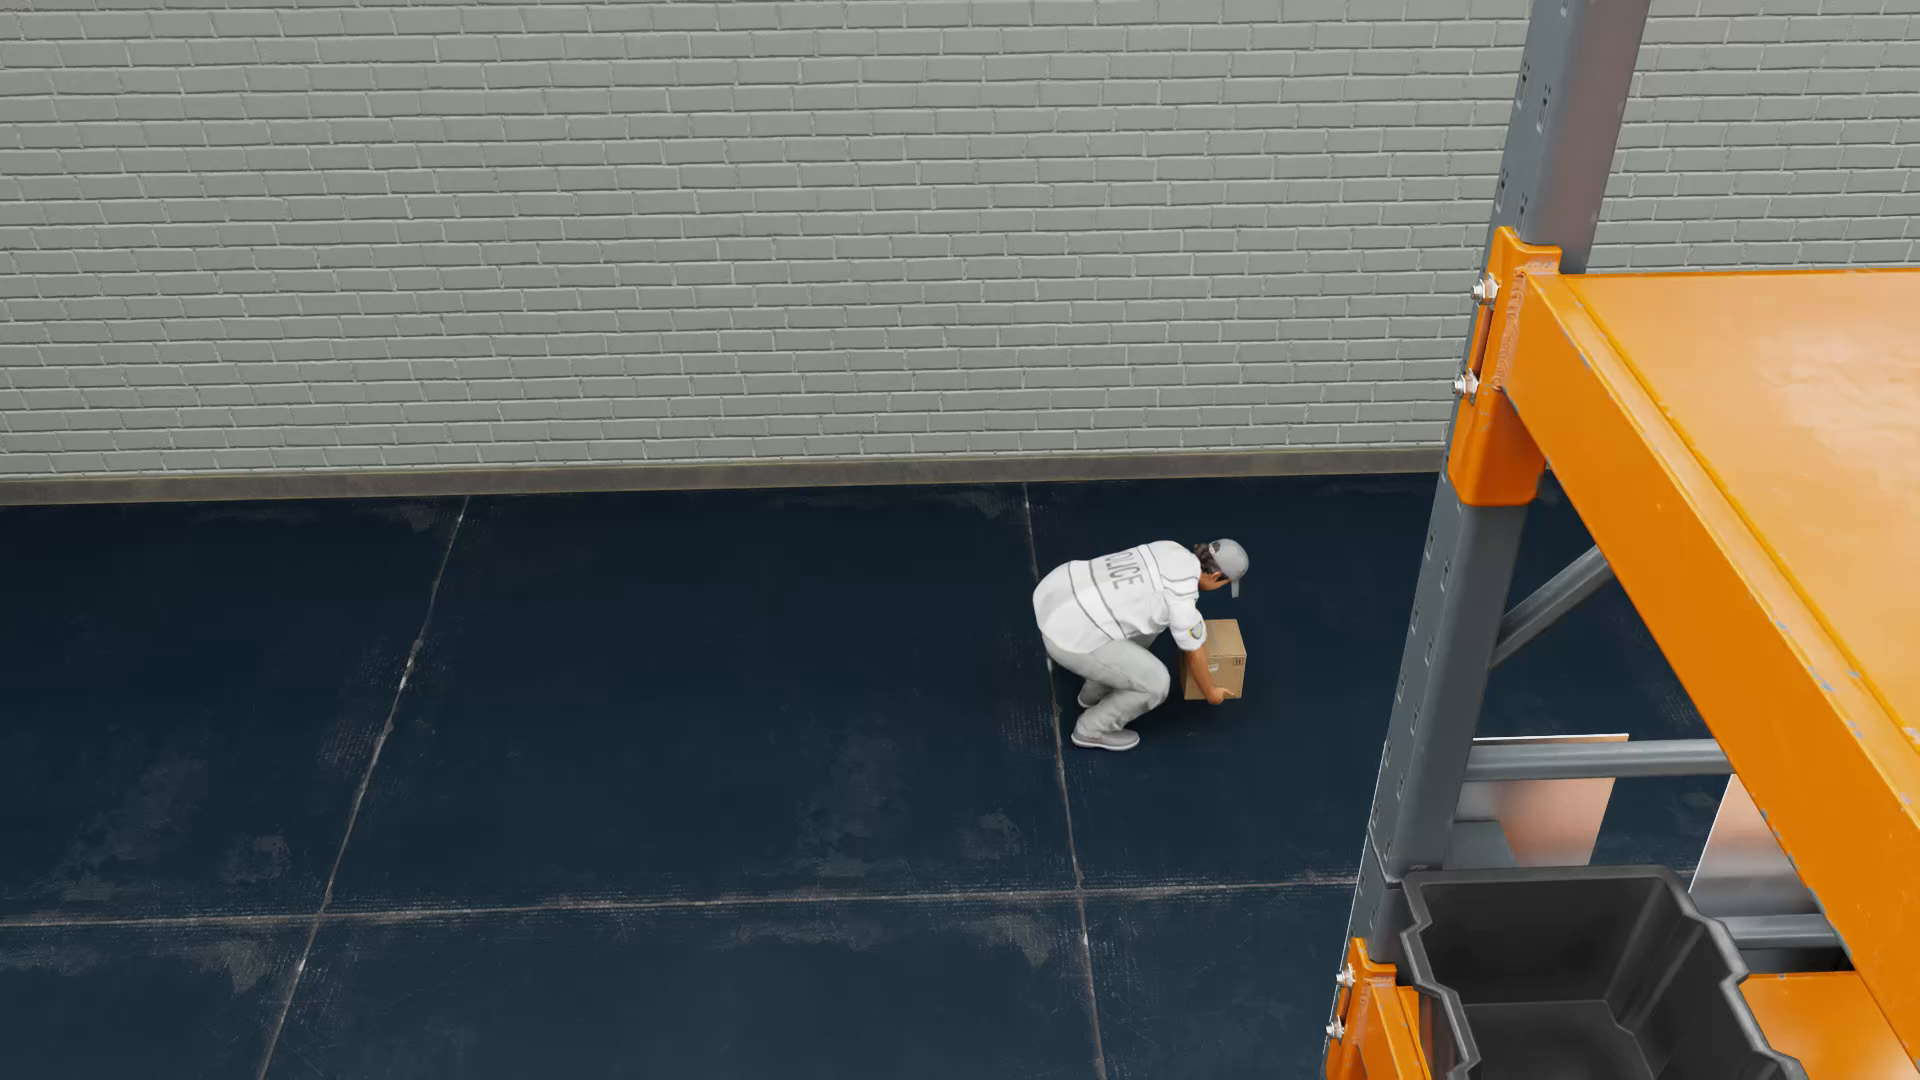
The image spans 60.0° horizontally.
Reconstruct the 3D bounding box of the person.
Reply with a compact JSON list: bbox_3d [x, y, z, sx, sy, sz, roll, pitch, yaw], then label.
[{"bbox_3d":[0.773,0.434,7.211,0.914,0.942,0.496,-3,36,-4],"label":"person"}]
